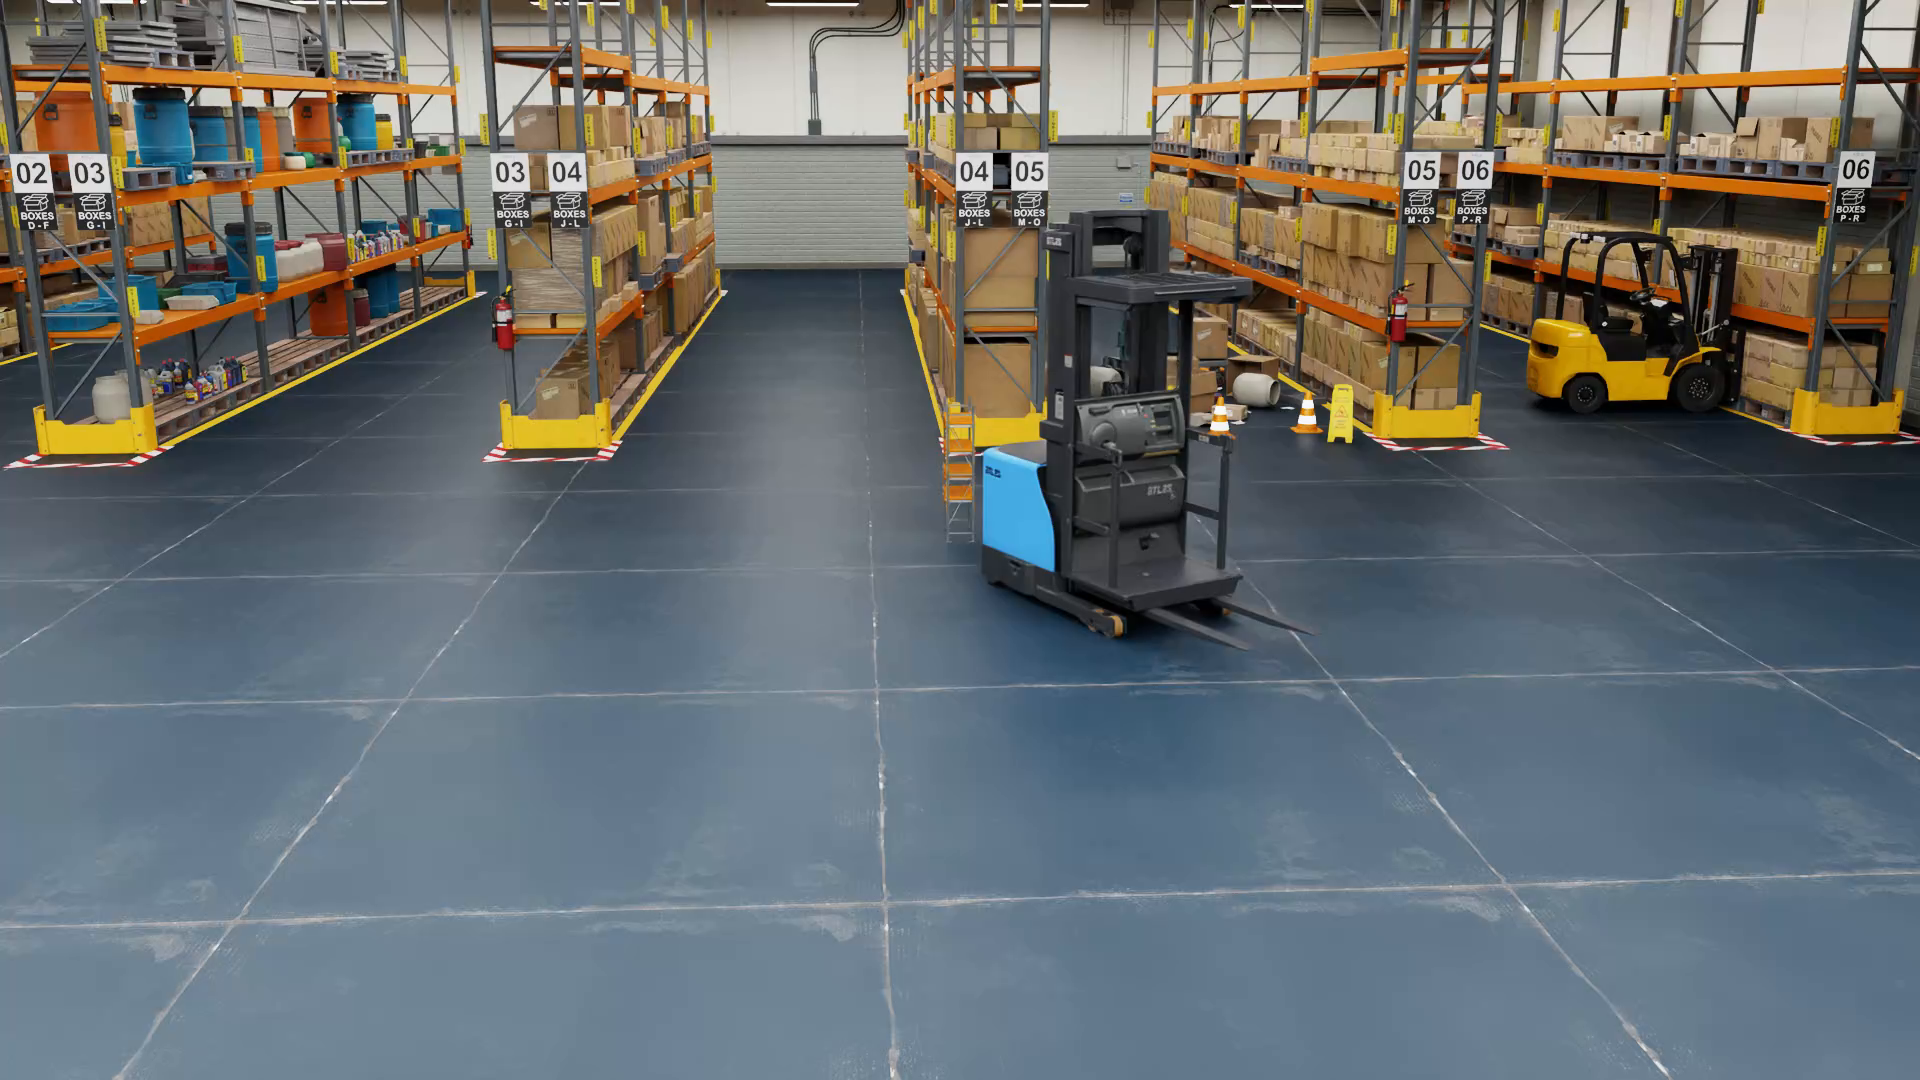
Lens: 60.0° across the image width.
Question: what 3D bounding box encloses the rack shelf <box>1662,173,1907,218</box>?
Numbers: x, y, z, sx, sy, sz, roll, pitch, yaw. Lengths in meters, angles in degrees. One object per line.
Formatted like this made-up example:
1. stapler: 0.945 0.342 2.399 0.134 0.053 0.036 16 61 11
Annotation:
1. rack shelf: 10.215 -4.328 20.751 1.077 0.370 4.000 -1 14 -3

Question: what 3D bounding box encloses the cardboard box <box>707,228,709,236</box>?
1. cardboard box: -5.065 -5.951 32.140 0.380 0.149 0.250 -1 14 -3

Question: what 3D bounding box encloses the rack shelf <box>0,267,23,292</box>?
1. rack shelf: -14.765 -3.487 23.504 1.077 0.370 4.000 -1 14 -3

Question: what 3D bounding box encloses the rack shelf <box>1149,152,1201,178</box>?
1. rack shelf: 4.518 -7.235 32.049 1.077 0.370 4.000 -1 14 -3

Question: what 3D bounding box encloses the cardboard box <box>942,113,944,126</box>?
1. cardboard box: -0.019 -5.037 19.923 0.380 0.149 0.250 -1 14 -4

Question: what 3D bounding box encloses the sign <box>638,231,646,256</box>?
1. sign: -4.212 -3.920 22.004 0.100 0.325 0.005 -1 14 -3

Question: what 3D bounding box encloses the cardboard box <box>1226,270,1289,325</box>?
1. cardboard box: 4.930 -3.986 27.418 0.875 0.875 0.875 -1 14 -4

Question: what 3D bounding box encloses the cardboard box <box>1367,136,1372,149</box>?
1. cardboard box: 5.096 -4.763 19.904 0.380 0.149 0.250 -1 14 -5

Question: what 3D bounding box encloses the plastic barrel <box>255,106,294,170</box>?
1. plastic barrel: -10.111 -5.897 24.398 0.600 0.901 0.600 0 14 0

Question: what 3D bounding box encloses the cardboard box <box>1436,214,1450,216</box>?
1. cardboard box: 9.257 -6.153 32.126 0.500 0.250 0.500 -1 14 -4

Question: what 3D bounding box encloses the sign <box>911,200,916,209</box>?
1. sign: -0.834 -5.940 29.857 0.100 0.325 0.005 -1 14 -3

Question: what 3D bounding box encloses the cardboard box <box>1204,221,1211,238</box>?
1. cardboard box: 4.486 -5.308 28.433 0.500 0.250 0.500 -1 14 -5

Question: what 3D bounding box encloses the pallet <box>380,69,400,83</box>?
1. pallet: -10.111 -7.818 28.036 1.003 0.211 1.213 -1 14 -3

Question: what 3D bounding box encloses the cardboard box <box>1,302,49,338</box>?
1. cardboard box: -14.632 -3.453 26.061 0.500 0.500 0.500 0 14 -1

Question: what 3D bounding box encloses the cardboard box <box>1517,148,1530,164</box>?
1. cardboard box: 9.537 -6.345 27.447 0.500 0.250 0.500 -1 14 -3

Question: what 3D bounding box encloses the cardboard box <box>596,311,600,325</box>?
1. cardboard box: -4.282 -2.511 18.770 0.380 0.149 0.250 -1 14 -3

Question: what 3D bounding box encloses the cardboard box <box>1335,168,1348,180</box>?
1. cardboard box: 4.904 -4.571 20.757 0.380 0.149 0.250 -1 14 -5

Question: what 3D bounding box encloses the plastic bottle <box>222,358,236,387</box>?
1. plastic bottle: -9.358 -2.141 21.259 0.144 0.351 0.185 -2 15 -6

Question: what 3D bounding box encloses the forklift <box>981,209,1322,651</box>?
1. forklift: 1.364 -0.852 11.954 1.130 2.935 3.031 -9 17 -30

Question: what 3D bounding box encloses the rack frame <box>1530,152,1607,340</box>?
1. rack frame: 9.844 -4.716 26.834 1.000 3.000 0.127 -1 14 -3

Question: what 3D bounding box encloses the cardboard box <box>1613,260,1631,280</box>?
1. cardboard box: 9.762 -3.894 23.944 0.500 0.250 0.500 -1 14 -4

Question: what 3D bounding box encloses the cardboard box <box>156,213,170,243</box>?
1. cardboard box: -14.960 -5.759 30.689 0.500 0.500 0.500 -1 14 -4

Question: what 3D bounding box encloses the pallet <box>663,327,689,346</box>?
1. pallet: -4.975 -3.332 27.052 1.003 0.211 1.213 -1 14 -3

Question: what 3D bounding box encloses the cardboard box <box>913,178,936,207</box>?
1. cardboard box: -0.592 -6.321 30.269 0.500 0.500 0.500 -1 14 -5

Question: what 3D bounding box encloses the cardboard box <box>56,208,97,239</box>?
1. cardboard box: -15.331 -5.458 28.678 0.700 0.500 0.500 -6 16 -22

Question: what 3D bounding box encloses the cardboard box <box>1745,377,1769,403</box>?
1. cardboard box: 9.973 -1.834 20.308 0.500 0.250 0.500 -1 14 -3

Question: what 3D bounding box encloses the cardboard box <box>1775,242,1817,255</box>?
1. cardboard box: 10.076 -3.507 20.038 0.380 0.149 0.250 -1 14 -3

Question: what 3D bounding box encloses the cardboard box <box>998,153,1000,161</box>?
1. cardboard box: 0.655 -4.597 19.815 0.380 0.149 0.250 -1 14 -3

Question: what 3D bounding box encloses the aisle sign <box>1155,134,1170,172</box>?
1. aisle sign: 4.100 -7.900 33.994 0.394 0.787 0.004 -1 14 -3

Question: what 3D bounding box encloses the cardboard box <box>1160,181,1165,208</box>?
1. cardboard box: 4.218 -6.780 32.652 0.500 0.500 0.500 -1 14 -4

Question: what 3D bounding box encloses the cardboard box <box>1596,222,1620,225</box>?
1. cardboard box: 10.149 -4.872 25.939 0.380 0.149 0.250 -1 14 -3

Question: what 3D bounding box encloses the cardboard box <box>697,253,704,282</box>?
1. cardboard box: -5.210 -4.820 30.660 0.875 0.875 0.875 -1 14 -3

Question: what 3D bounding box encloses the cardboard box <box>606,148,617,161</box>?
1. cardboard box: -4.358 -4.659 20.097 0.380 0.149 0.250 0 14 -1

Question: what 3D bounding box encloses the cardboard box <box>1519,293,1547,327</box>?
1. cardboard box: 9.603 -3.810 27.489 0.500 0.500 0.500 0 14 -2

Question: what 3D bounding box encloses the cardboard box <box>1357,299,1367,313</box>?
1. cardboard box: 4.981 -2.805 19.915 0.380 0.149 0.250 -1 14 -2

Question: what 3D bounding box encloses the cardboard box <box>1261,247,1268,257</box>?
1. cardboard box: 4.768 -4.369 25.149 0.380 0.149 0.250 0 14 0

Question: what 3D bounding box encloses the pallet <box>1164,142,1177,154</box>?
1. pallet: 4.529 -7.549 32.005 1.003 0.211 1.213 -1 14 -3

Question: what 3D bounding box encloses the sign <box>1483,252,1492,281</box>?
1. sign: 5.927 -3.076 18.725 0.100 0.325 0.005 -1 14 -3

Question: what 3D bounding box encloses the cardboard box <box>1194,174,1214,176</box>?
1. cardboard box: 4.747 -7.006 32.228 0.380 0.149 0.250 0 14 -2

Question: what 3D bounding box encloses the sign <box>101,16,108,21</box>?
1. sign: -14.583 -8.772 28.369 0.100 0.325 0.005 -1 14 -3

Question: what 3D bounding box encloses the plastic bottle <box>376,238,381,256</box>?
1. plastic bottle: -9.709 -4.890 27.745 0.061 0.283 0.133 -1 14 -3

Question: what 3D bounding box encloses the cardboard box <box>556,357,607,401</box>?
1. cardboard box: -4.619 -1.948 20.251 0.500 0.500 0.500 0 14 2

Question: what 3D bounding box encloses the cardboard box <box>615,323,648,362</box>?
1. cardboard box: -4.781 -2.765 23.386 0.700 0.500 0.500 -1 14 -4

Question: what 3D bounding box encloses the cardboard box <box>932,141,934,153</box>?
1. cardboard box: -0.125 -5.636 23.526 0.500 0.311 0.500 -1 14 -5

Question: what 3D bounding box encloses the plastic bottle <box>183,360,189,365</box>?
1. plastic bottle: -10.115 -2.220 21.726 0.097 0.271 0.097 0 14 0

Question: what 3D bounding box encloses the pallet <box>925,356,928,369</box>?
1. pallet: 0.001 -2.686 24.543 1.003 0.211 1.213 -1 14 -3

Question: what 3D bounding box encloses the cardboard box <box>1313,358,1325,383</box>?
1. cardboard box: 4.949 -2.232 21.855 0.500 0.250 0.500 0 14 0

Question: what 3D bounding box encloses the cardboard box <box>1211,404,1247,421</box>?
1. cardboard box: 3.288 -1.562 20.301 0.380 0.149 0.250 7 16 26

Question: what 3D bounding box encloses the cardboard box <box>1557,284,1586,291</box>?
1. cardboard box: 10.122 -4.157 27.536 0.380 0.149 0.250 0 14 -1

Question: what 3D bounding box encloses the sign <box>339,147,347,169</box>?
1. sign: -9.396 -5.821 25.320 0.100 0.325 0.005 -1 14 -3

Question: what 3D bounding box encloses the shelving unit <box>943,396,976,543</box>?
1. shelving unit: -0.010 -0.622 14.537 0.258 1.200 0.503 -1 14 -3

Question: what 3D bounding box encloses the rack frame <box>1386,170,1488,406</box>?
1. rack frame: 5.385 -2.649 18.800 1.000 3.000 0.127 -1 14 -3

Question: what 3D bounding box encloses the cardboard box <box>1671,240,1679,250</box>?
1. cardboard box: 9.849 -4.000 22.551 0.380 0.149 0.250 -1 14 -4
